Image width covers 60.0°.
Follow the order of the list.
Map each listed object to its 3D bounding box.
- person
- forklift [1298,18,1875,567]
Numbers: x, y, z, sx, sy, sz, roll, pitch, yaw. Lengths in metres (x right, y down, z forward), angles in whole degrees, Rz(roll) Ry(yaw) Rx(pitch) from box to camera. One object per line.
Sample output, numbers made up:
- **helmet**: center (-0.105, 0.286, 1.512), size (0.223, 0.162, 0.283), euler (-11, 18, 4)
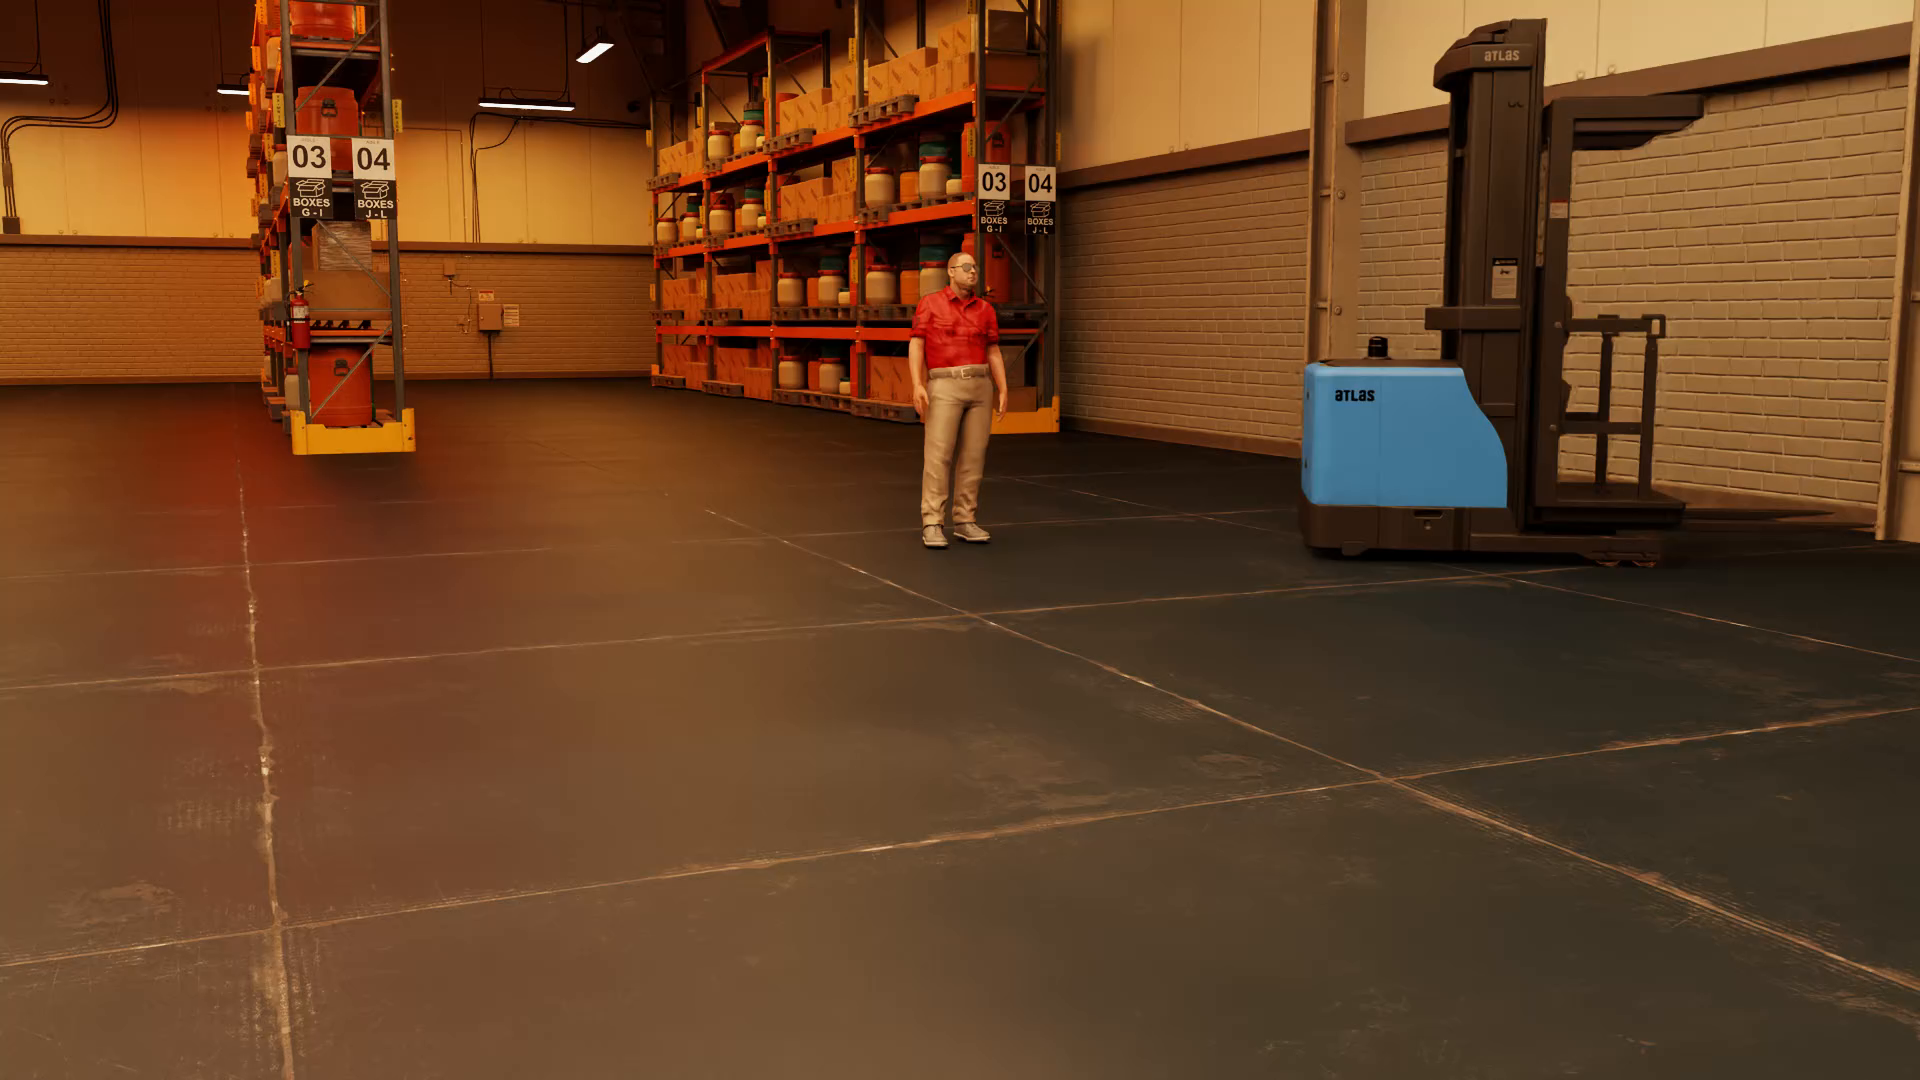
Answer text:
- **person**: center (0.025, -0.852, 9.954), size (0.640, 1.727, 0.551), euler (-3, 8, -23)
- **forklift**: center (3.517, -1.379, 9.401), size (3.031, 2.935, 1.130), euler (1, 8, 8)
